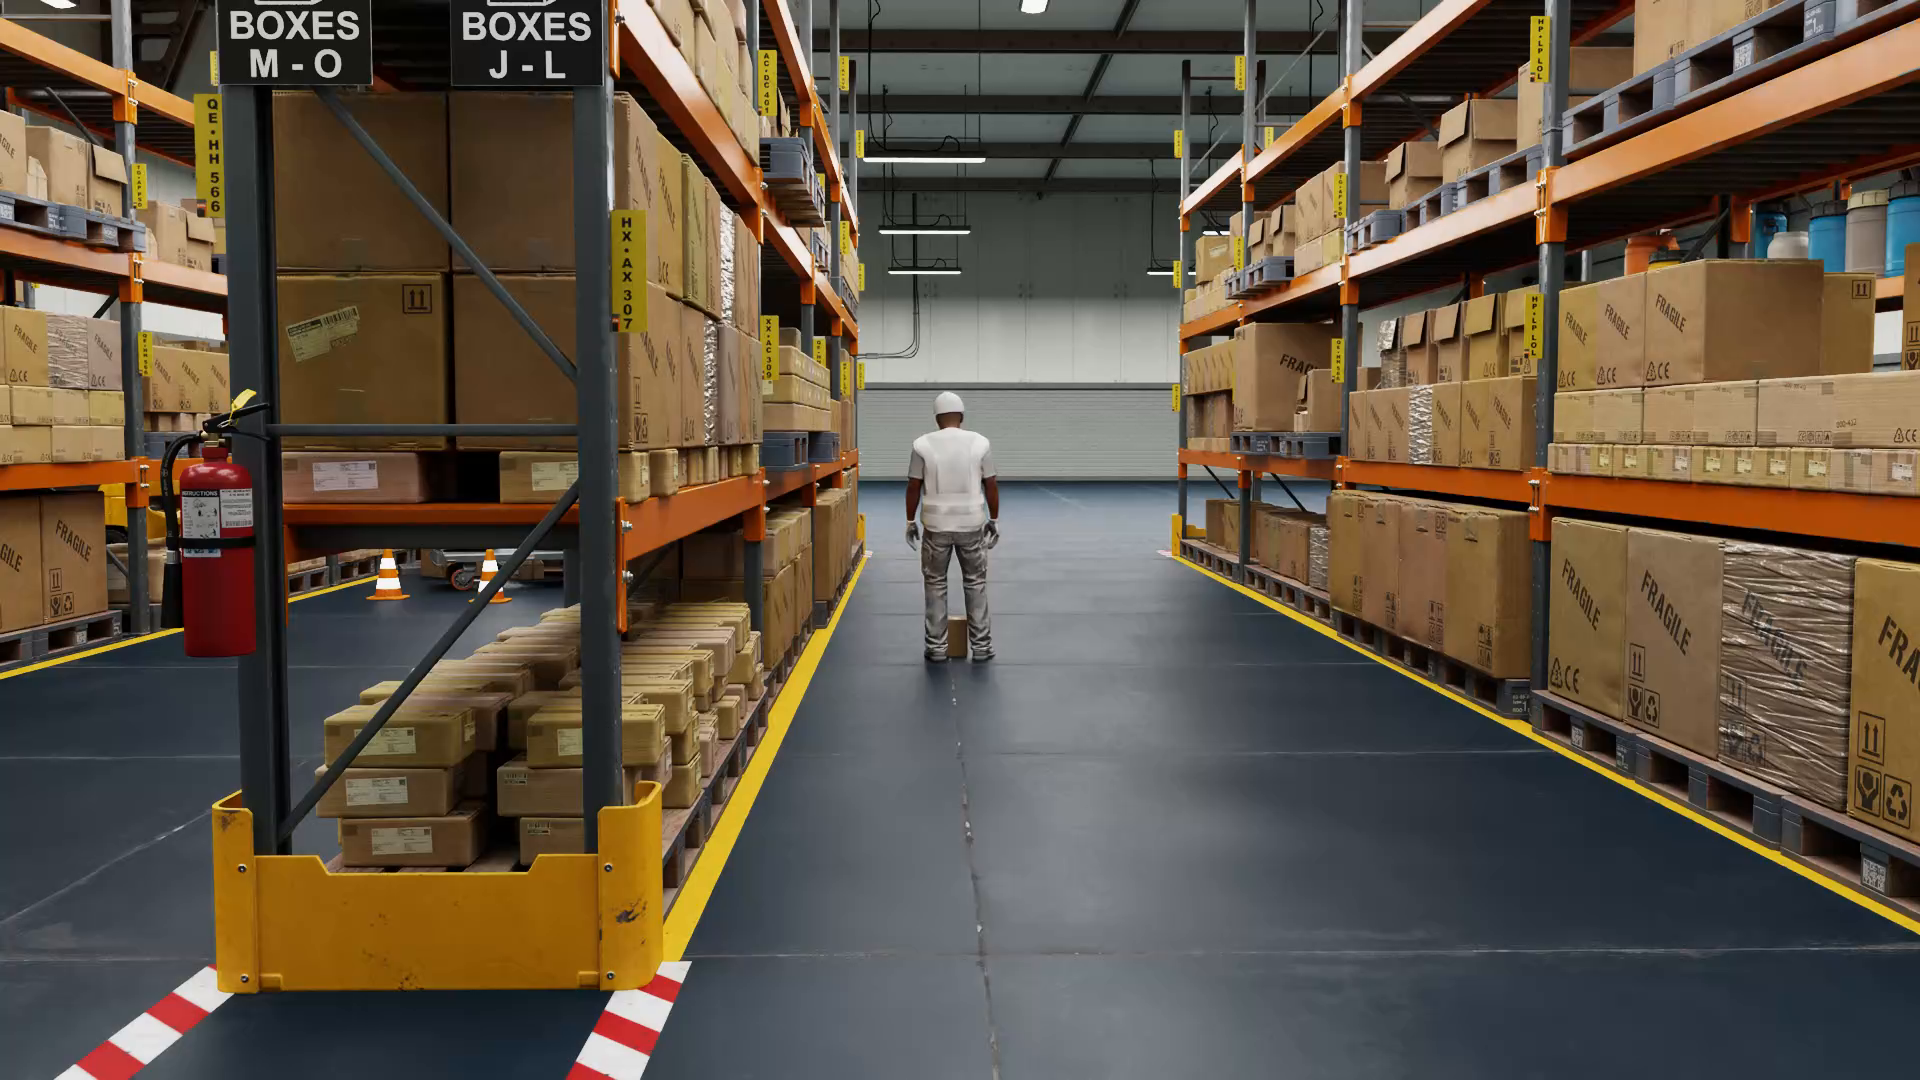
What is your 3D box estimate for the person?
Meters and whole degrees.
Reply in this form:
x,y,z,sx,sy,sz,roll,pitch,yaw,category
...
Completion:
x,y,z,sx,sy,sz,roll,pitch,yaw,category
-0.033,-0.092,11.021,0.616,1.773,0.451,0,4,-2,person
